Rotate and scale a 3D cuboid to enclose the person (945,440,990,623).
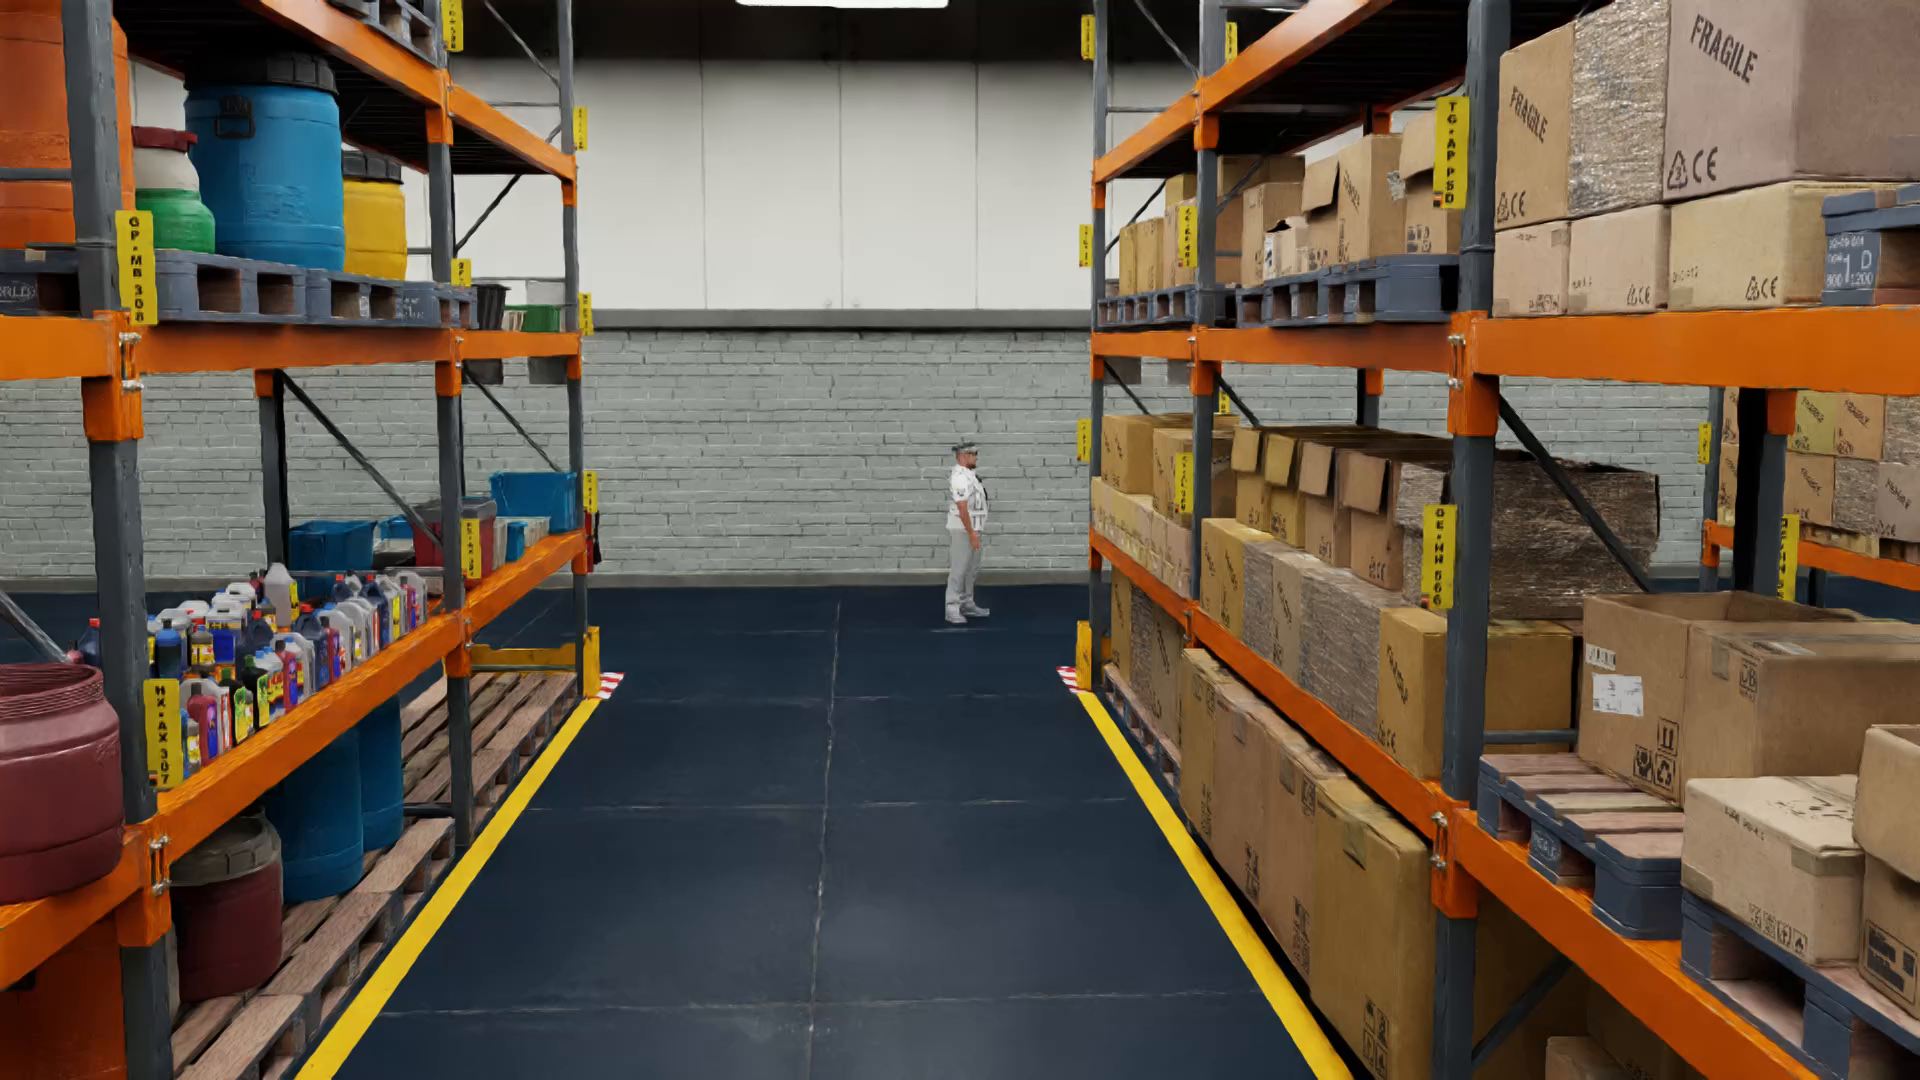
[{"bbox_3d":[0.066,-0.101,16.322,0.398,1.770,0.690,1,7,10],"label":"person"}]
